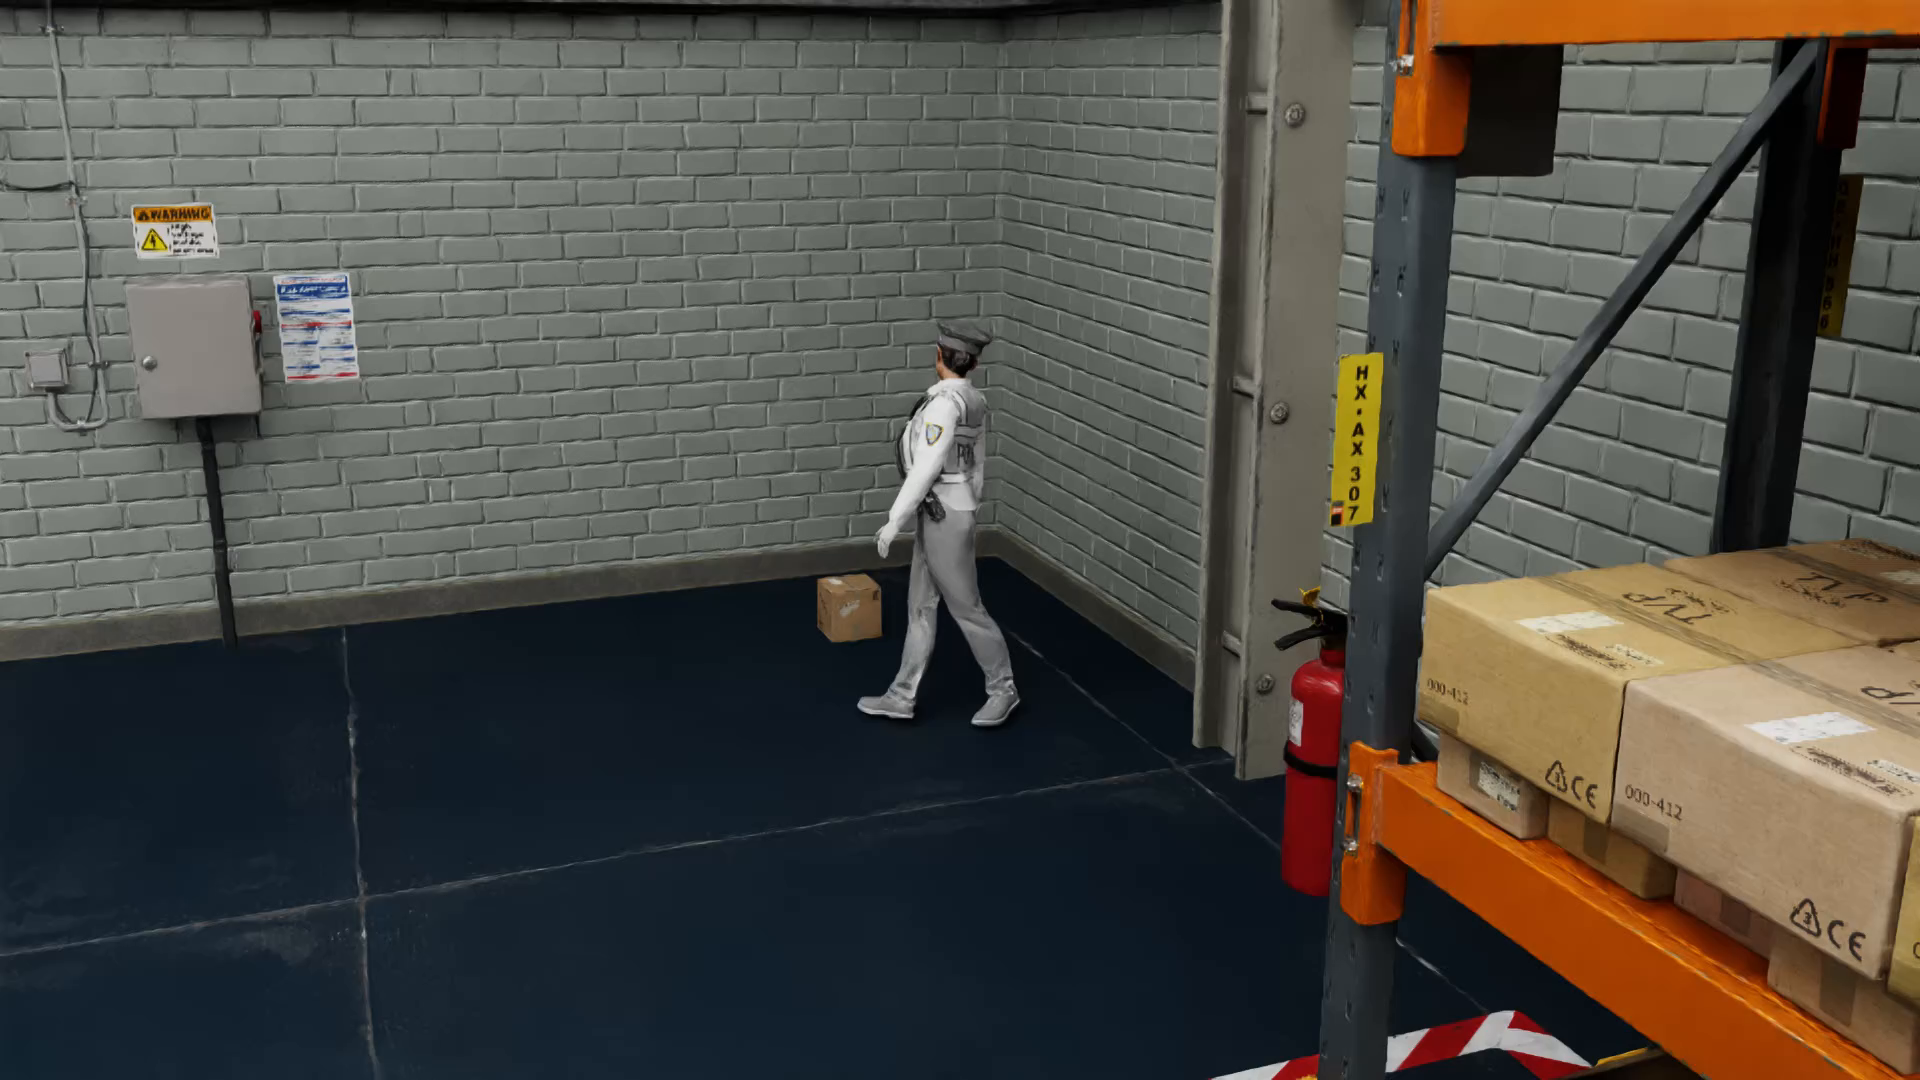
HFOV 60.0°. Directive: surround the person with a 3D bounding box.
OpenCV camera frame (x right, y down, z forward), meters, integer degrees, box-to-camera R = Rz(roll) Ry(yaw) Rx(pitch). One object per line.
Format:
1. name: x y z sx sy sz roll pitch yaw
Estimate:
1. person: -0.086 -0.070 6.795 0.688 1.642 0.519 1 16 4
